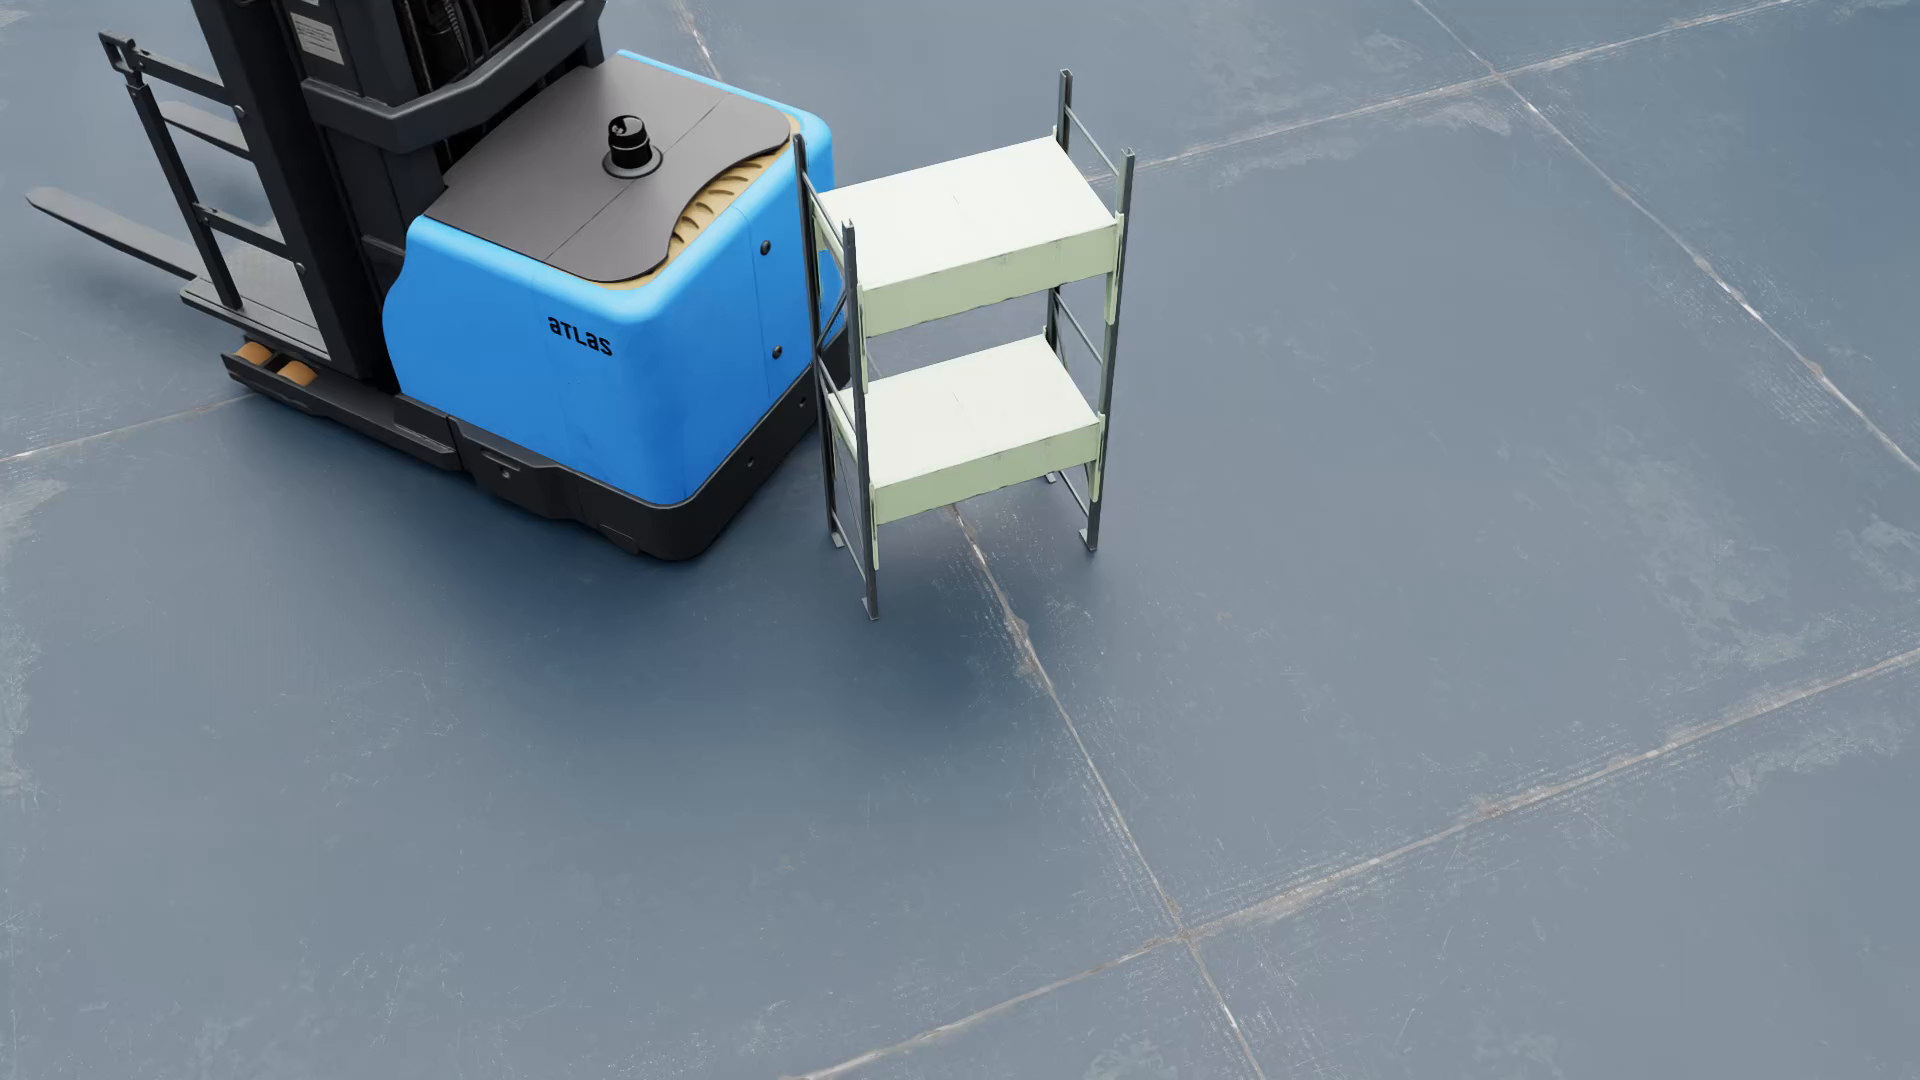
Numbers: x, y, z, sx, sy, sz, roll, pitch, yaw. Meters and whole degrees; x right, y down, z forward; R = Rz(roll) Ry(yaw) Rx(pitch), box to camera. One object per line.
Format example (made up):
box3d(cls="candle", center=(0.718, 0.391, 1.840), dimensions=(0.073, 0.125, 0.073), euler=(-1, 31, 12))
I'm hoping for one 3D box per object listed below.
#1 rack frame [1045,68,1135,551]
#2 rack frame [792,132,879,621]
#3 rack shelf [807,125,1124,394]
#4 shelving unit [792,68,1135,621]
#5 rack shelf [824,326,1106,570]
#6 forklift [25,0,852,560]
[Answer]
box3d(cls="rack frame", center=(0.345, -0.596, 4.773), dimensions=(0.023, 1.500, 0.400), euler=(-17, 52, -14))
box3d(cls="rack frame", center=(-0.333, -0.386, 4.593), dimensions=(0.023, 1.500, 0.400), euler=(-17, 52, -14))
box3d(cls="rack shelf", center=(0.006, -0.745, 4.387), dimensions=(0.720, 0.370, 0.431), euler=(-17, 52, -14))
box3d(cls="shelving unit", center=(0.006, -0.491, 4.683), dimensions=(0.755, 1.500, 0.431), euler=(-17, 52, -14))
box3d(cls="rack shelf", center=(0.006, -0.278, 4.930), dimensions=(0.720, 0.370, 0.431), euler=(-17, 52, -14))
box3d(cls="forklift", center=(-1.905, -1.721, 4.796), dimensions=(3.031, 2.935, 1.130), euler=(23, 53, 18))
